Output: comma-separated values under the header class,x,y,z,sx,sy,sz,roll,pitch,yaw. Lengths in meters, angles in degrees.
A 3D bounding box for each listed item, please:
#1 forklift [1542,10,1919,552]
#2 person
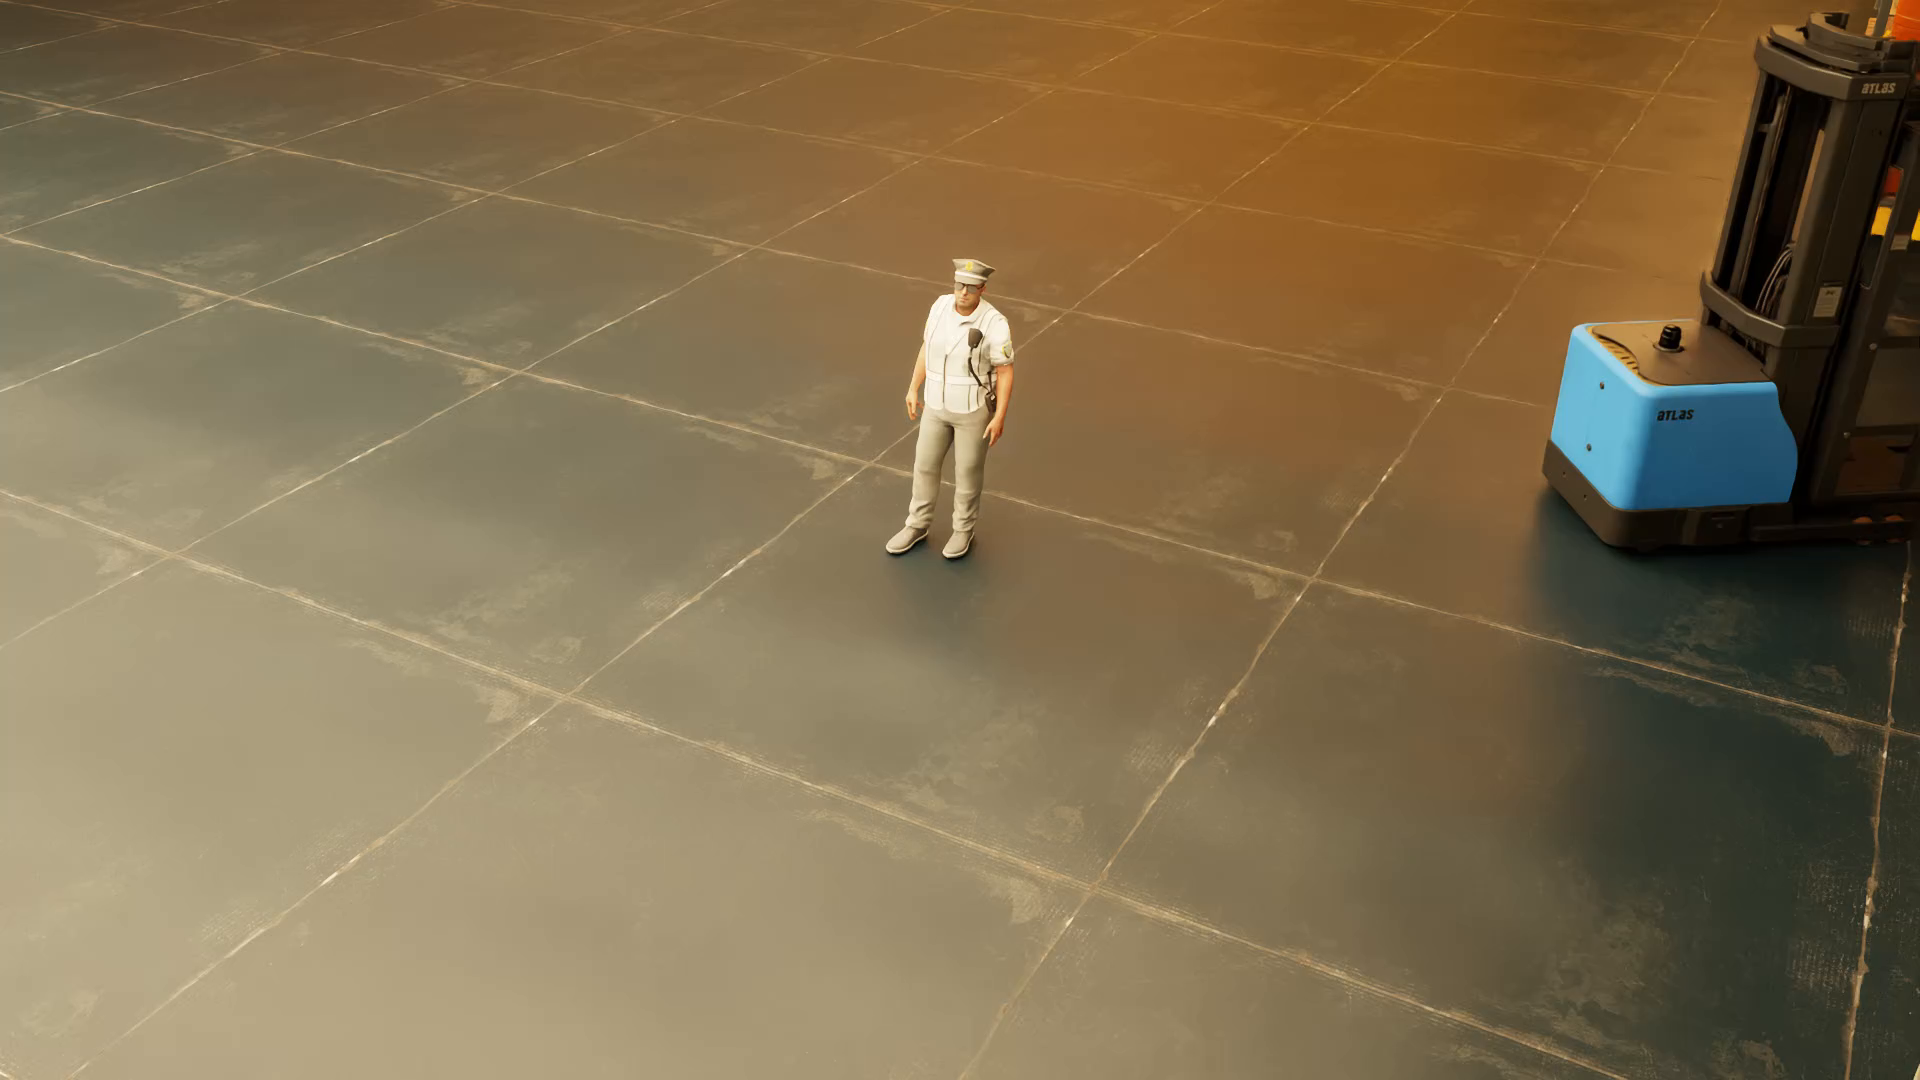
class,x,y,z,sx,sy,sz,roll,pitch,yaw
forklift,5.263,-1.500,9.669,3.031,2.935,1.130,-3,30,-5
person,-0.048,-0.745,9.501,0.640,1.777,0.575,15,33,25
